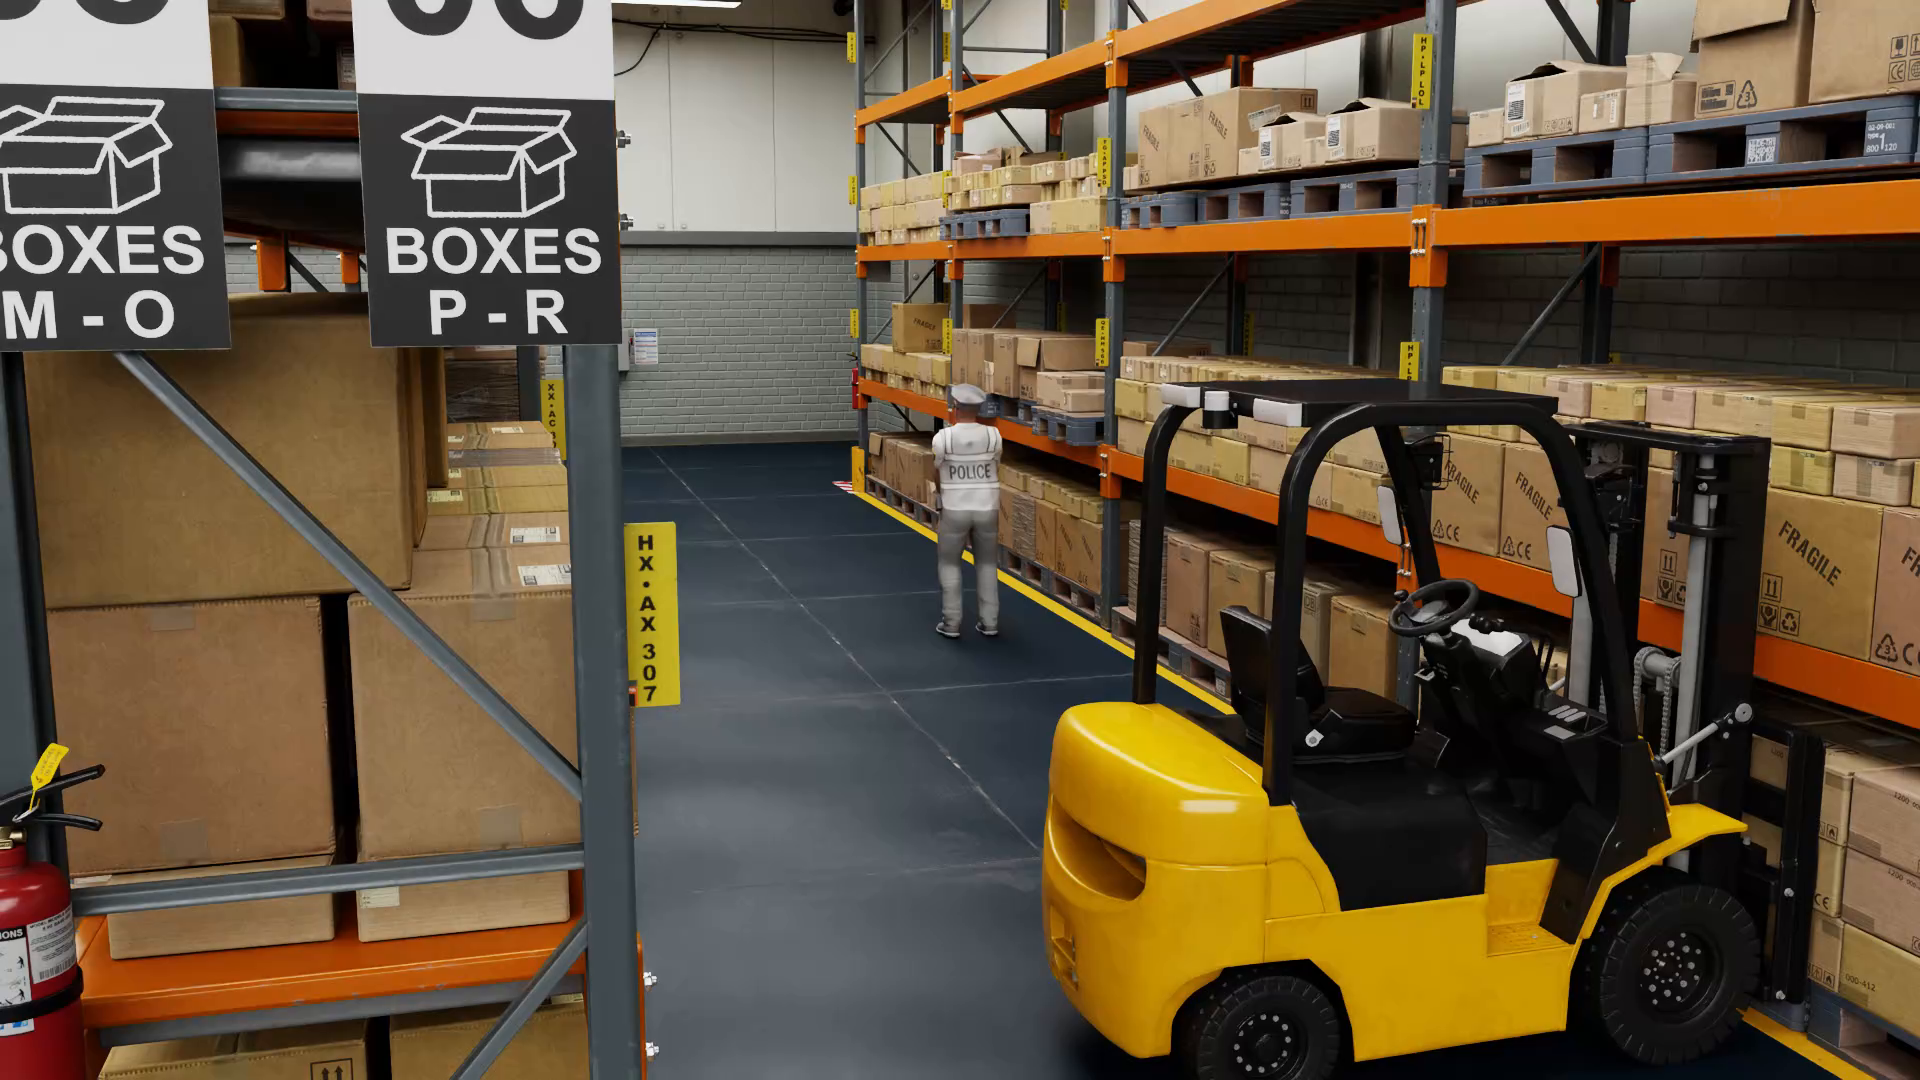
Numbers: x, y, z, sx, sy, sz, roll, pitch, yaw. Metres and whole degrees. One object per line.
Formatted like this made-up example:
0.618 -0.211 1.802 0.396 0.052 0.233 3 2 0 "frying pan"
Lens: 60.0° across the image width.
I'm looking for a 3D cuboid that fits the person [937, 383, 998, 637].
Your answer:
0.063 -0.207 11.571 0.419 1.767 0.422 -2 9 -11 "person"
